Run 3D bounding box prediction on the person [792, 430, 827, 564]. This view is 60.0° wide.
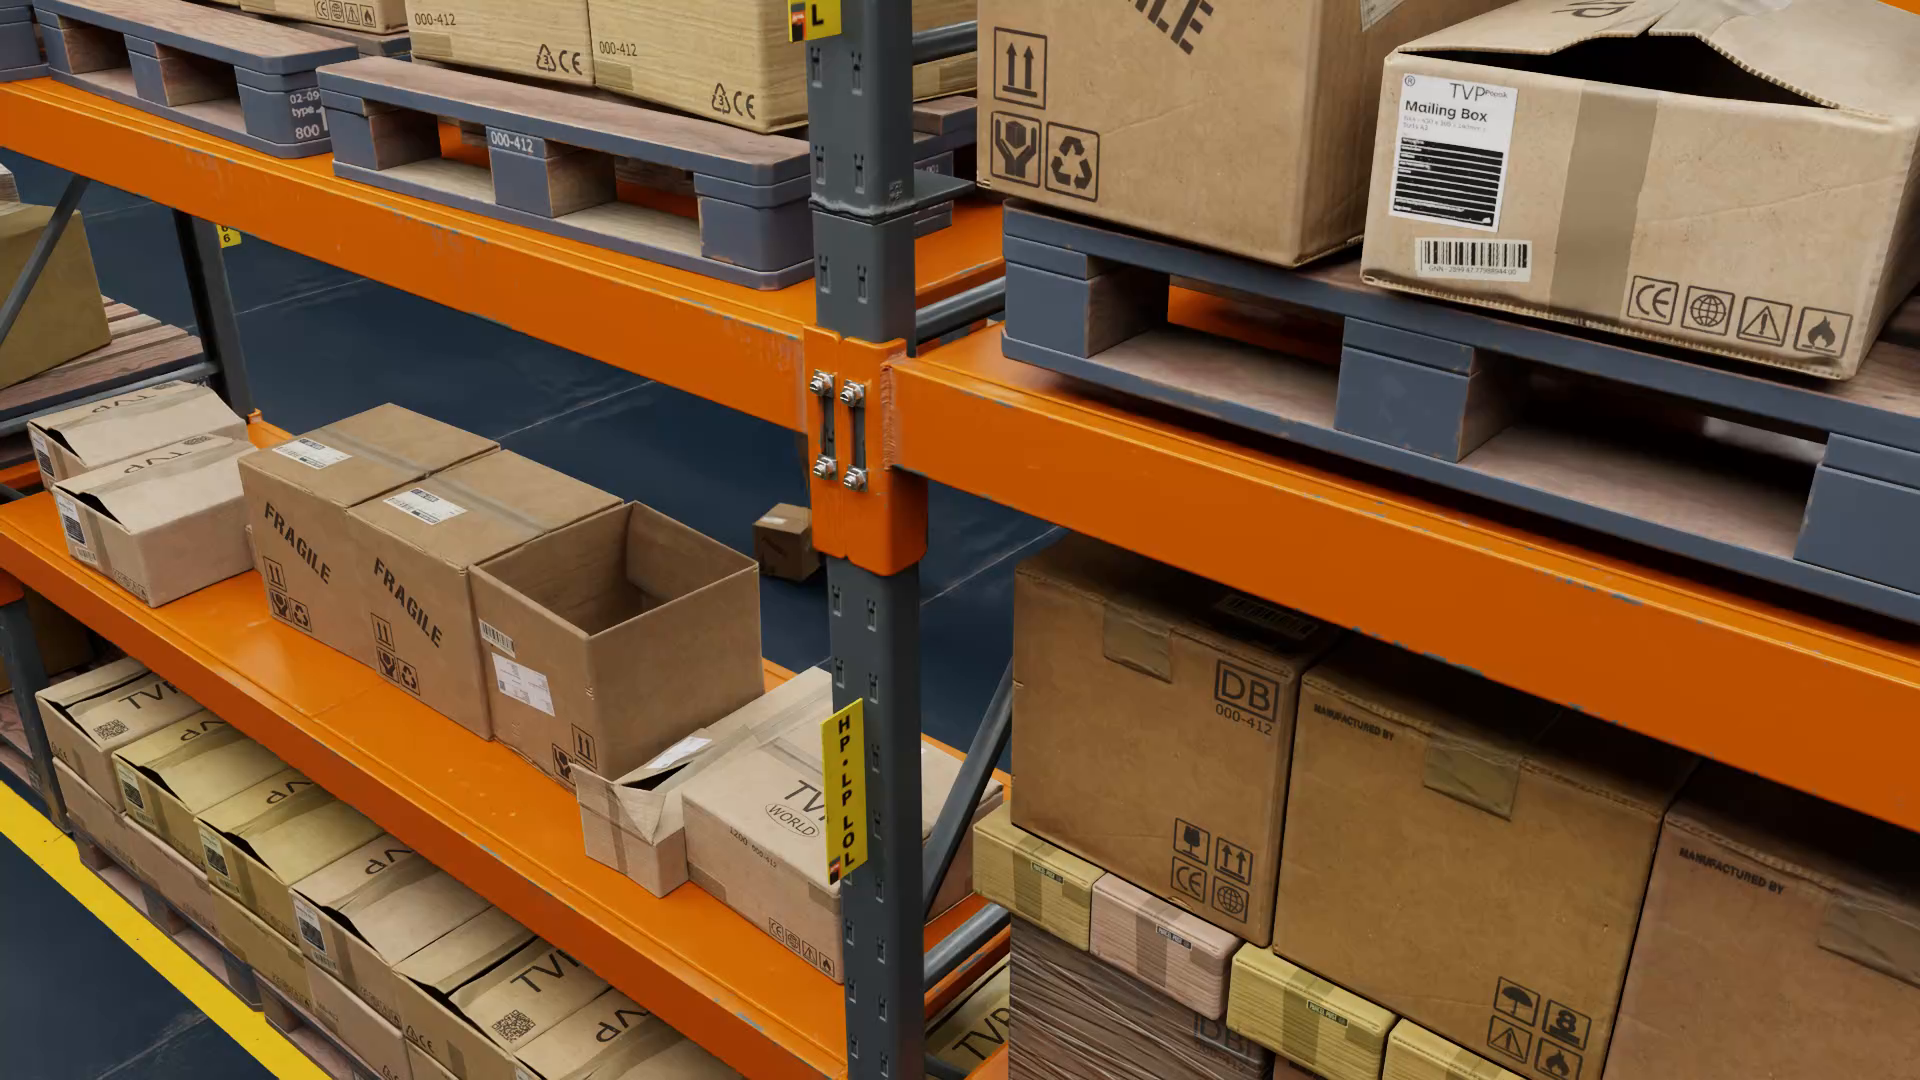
[{"bbox_3d":[-0.600,-0.550,7.293,0.970,1.663,0.652,18,32,30],"label":"person"}]
